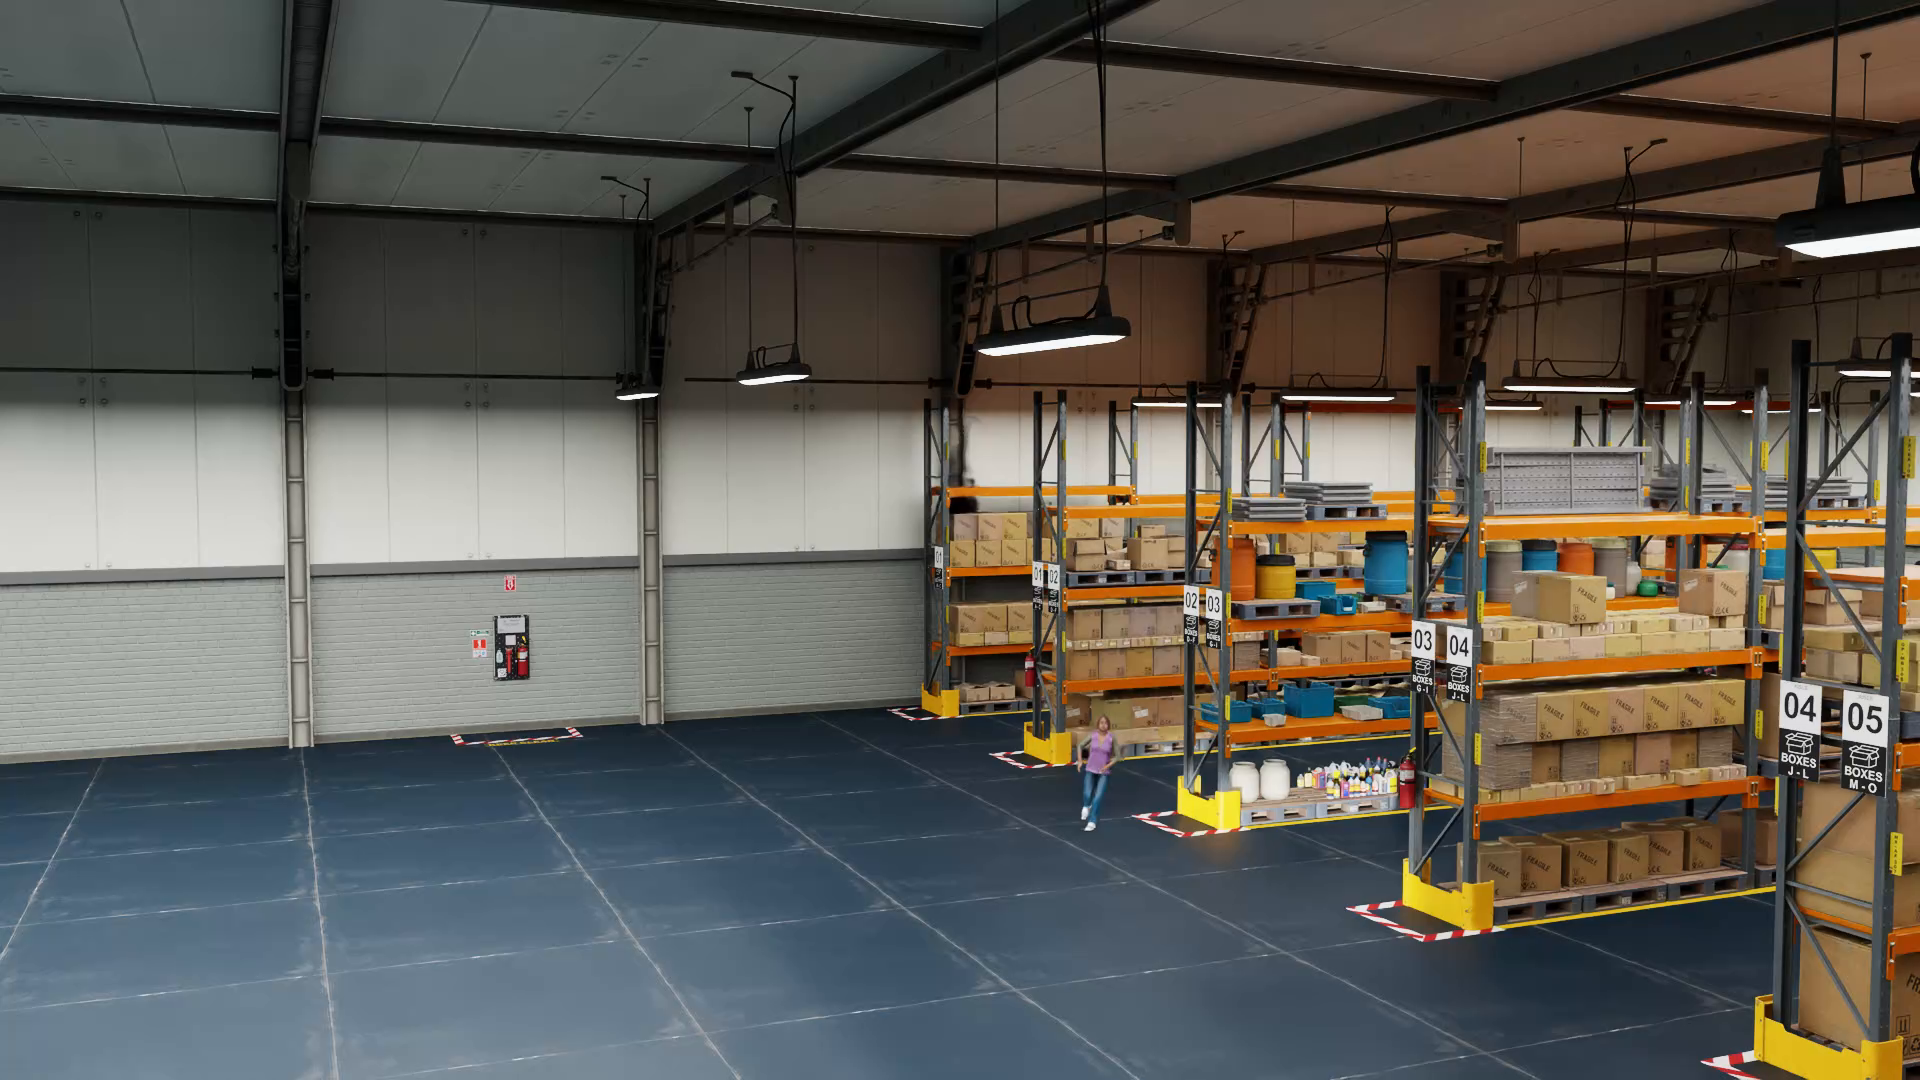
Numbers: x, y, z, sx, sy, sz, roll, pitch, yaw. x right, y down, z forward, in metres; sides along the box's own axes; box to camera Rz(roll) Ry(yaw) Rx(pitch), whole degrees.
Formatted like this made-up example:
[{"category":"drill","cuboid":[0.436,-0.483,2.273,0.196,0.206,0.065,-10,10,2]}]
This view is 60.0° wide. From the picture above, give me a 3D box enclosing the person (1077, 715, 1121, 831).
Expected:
[{"category":"person","cuboid":[1.848,3.101,22.141,0.590,1.537,0.493,0,3,6]}]
